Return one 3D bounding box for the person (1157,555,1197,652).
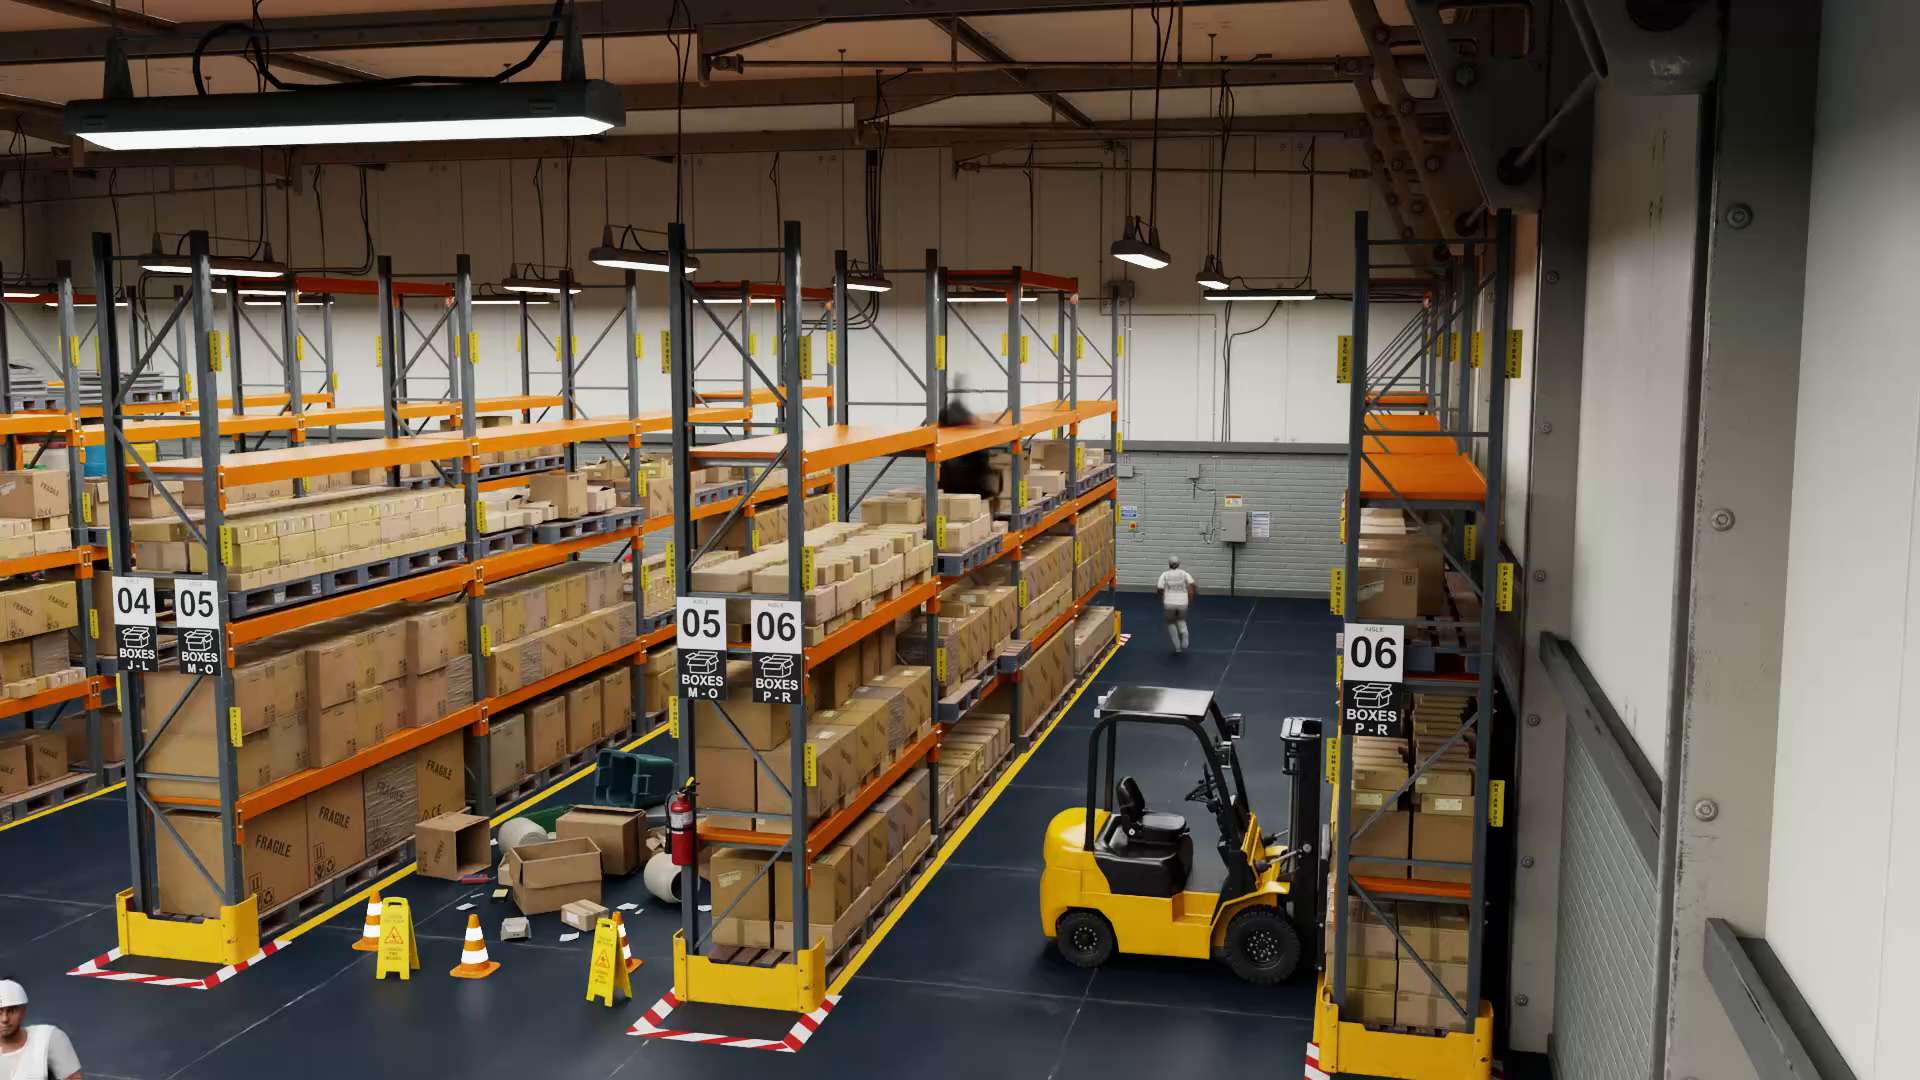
[{"bbox_3d":[3.532,1.041,27.323,0.607,1.608,0.522,-1,7,-6],"label":"person"}]

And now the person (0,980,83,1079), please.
[{"bbox_3d":[-4.988,3.189,8.776,0.683,1.771,0.997,-4,8,-29],"label":"person"}]

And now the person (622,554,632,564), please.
[{"bbox_3d":[-5.167,1.076,26.380,0.706,1.727,0.733,2,7,12],"label":"person"}]
